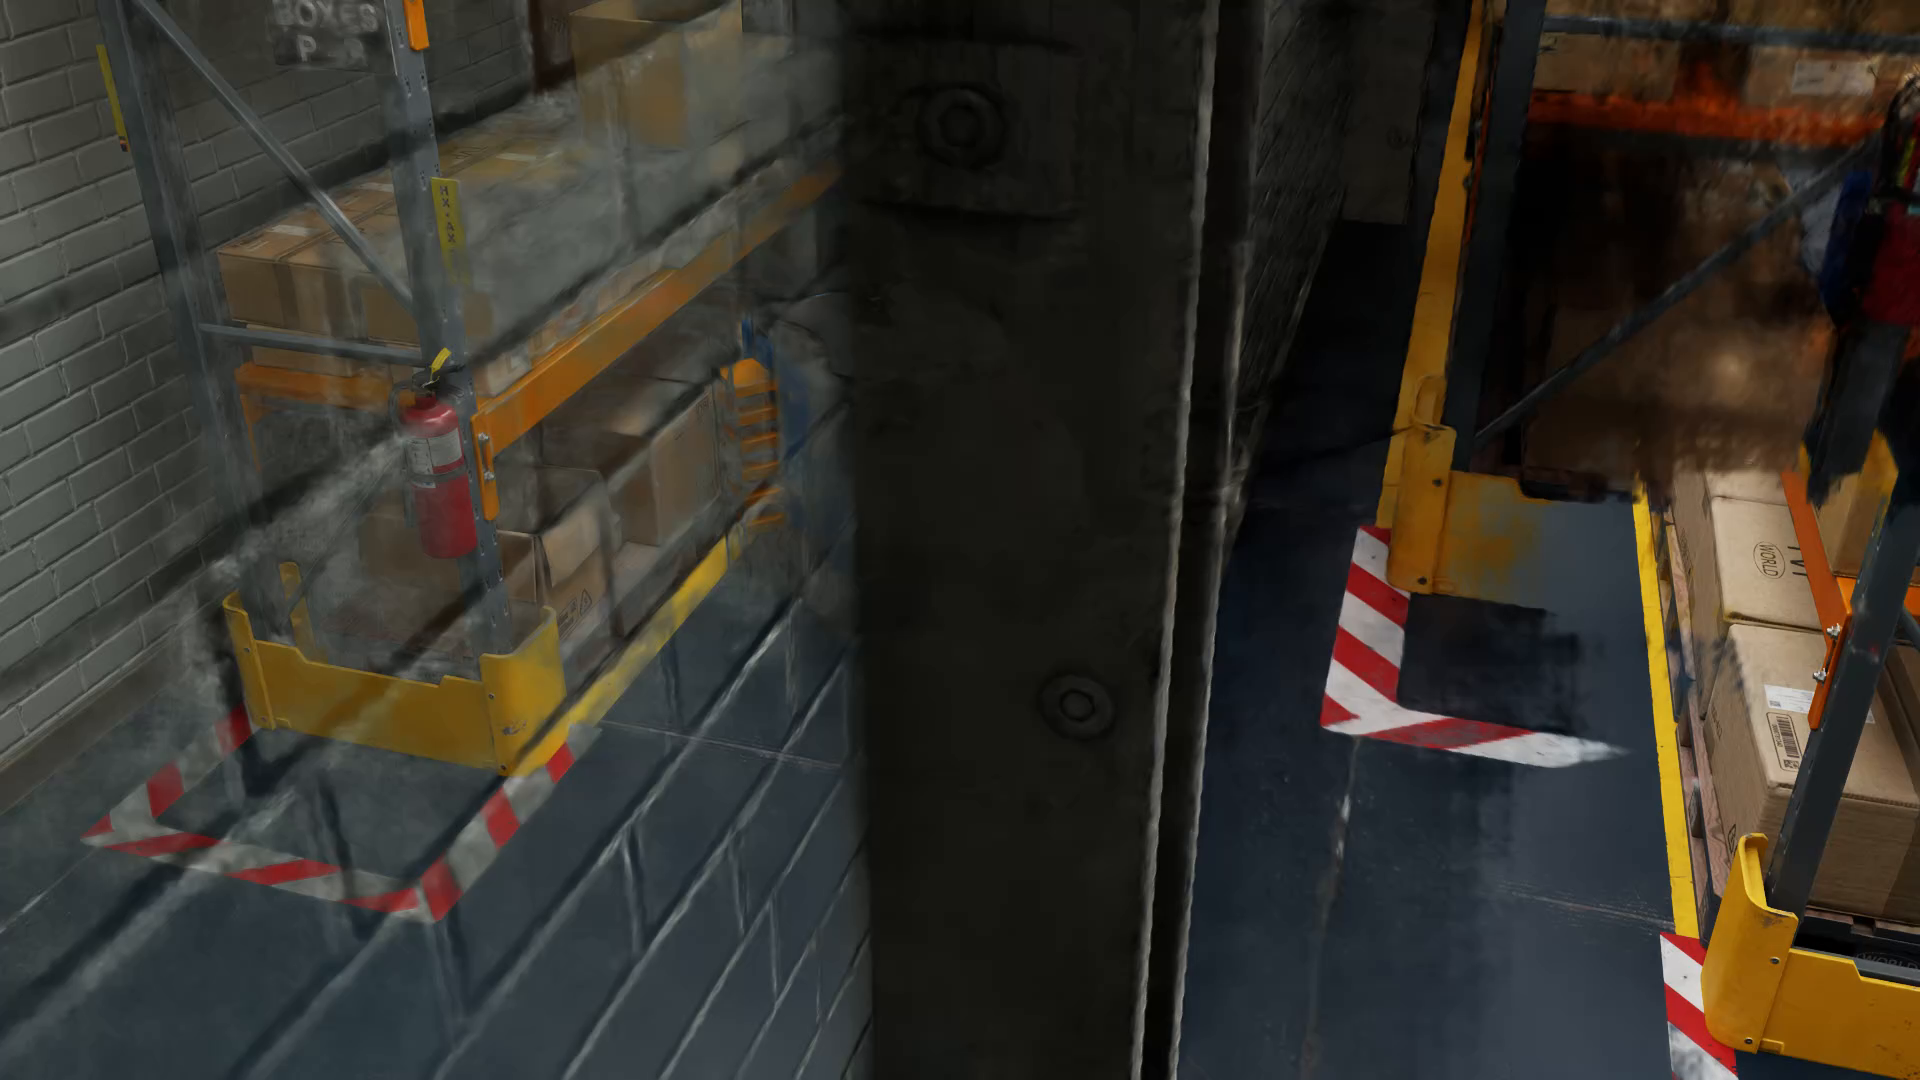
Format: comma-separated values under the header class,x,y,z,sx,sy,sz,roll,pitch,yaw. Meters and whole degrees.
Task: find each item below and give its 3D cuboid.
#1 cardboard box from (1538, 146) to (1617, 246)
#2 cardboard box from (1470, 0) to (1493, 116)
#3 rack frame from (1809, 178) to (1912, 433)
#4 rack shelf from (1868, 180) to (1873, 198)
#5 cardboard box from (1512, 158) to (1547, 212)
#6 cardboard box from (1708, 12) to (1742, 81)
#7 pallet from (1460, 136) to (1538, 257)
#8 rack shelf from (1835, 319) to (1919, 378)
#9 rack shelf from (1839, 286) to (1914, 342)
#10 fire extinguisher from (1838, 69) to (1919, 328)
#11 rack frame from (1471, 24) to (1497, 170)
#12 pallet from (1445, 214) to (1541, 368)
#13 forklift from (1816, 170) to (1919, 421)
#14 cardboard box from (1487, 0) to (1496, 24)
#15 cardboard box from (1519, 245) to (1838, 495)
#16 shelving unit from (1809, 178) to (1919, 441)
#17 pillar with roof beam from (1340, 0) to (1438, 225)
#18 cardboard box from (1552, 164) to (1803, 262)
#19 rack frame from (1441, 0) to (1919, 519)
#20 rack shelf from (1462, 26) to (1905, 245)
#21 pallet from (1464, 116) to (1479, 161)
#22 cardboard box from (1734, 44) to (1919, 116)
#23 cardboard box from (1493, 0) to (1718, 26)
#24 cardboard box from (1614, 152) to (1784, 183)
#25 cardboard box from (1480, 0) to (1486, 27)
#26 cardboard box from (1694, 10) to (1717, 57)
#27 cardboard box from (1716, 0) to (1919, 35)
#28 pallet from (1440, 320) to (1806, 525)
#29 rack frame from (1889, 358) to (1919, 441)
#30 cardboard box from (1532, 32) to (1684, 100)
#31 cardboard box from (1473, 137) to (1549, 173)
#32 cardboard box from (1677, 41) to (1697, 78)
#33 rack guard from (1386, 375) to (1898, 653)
class,x,y,z,sx,sy,sz,roll,pitch,yaw
cardboard box,-1.154,-0.839,7.813,0.700,0.500,0.500,7,30,13
cardboard box,-0.981,-1.824,9.582,0.500,0.500,0.500,8,30,15
rack frame,-0.918,-0.311,6.575,0.006,1.200,0.240,-16,33,-24
rack shelf,-0.842,-0.504,6.516,0.180,0.103,0.258,-16,33,-24
cardboard box,-1.389,-0.925,8.328,0.380,0.149,0.250,8,30,14
cardboard box,-1.627,-0.732,5.739,0.380,0.149,0.250,9,30,16
pallet,-1.045,-0.925,8.695,1.003,0.211,1.213,8,30,15
rack shelf,-0.832,-0.087,6.754,0.180,0.103,0.258,-16,33,-24
rack shelf,-0.835,-0.192,6.694,0.180,0.103,0.258,-16,33,-24
fire extinguisher,-1.618,-0.272,5.117,0.296,0.674,0.183,8,30,15
rack frame,-0.842,-2.462,8.591,1.000,3.000,0.127,8,30,15
pallet,-1.401,-0.356,7.673,1.003,0.211,1.213,8,30,15
forklift,0.646,-1.417,6.782,3.031,2.935,1.130,-15,32,-24
cardboard box,-2.021,-1.059,6.327,0.380,0.149,0.250,9,30,15
cardboard box,-1.746,0.033,6.241,0.797,0.503,0.637,7,30,13
shelving unit,-0.838,-0.334,6.613,0.189,1.200,0.258,-16,33,-24
pillar with roof beam,2.207,-4.275,5.678,9.100,9.000,0.400,8,30,15
cardboard box,-1.458,-0.357,6.945,0.700,0.500,0.500,10,31,17
rack frame,-2.016,-0.603,5.249,1.000,3.000,0.127,8,30,15
rack shelf,-1.429,-1.218,7.095,1.077,0.370,4.000,8,30,15
pallet,-0.640,-1.627,9.958,1.003,0.211,1.213,8,30,15
cardboard box,-1.658,-0.607,5.514,0.380,0.149,0.250,8,30,14
cardboard box,-2.135,-0.919,5.666,0.500,0.250,0.500,9,30,16
cardboard box,-1.207,-0.588,7.361,0.500,0.500,0.500,9,30,16
cardboard box,-0.378,-2.786,11.311,0.500,0.500,0.500,10,31,17
cardboard box,-1.583,-0.859,5.967,0.380,0.149,0.250,8,30,14
cardboard box,-1.626,-0.840,5.523,0.500,0.250,0.500,9,30,15
pallet,-1.761,0.209,6.657,1.003,0.211,1.213,8,30,15
rack frame,-0.758,-0.358,6.650,0.006,1.200,0.240,-16,33,-24
cardboard box,-2.176,-0.686,5.656,0.380,0.149,0.250,8,30,14
cardboard box,-1.262,-1.197,8.651,0.500,0.311,0.500,10,30,17
cardboard box,-2.042,-0.795,5.852,0.380,0.149,0.250,9,30,16
rack guard,-1.994,0.454,5.920,1.175,0.500,0.348,8,30,15
